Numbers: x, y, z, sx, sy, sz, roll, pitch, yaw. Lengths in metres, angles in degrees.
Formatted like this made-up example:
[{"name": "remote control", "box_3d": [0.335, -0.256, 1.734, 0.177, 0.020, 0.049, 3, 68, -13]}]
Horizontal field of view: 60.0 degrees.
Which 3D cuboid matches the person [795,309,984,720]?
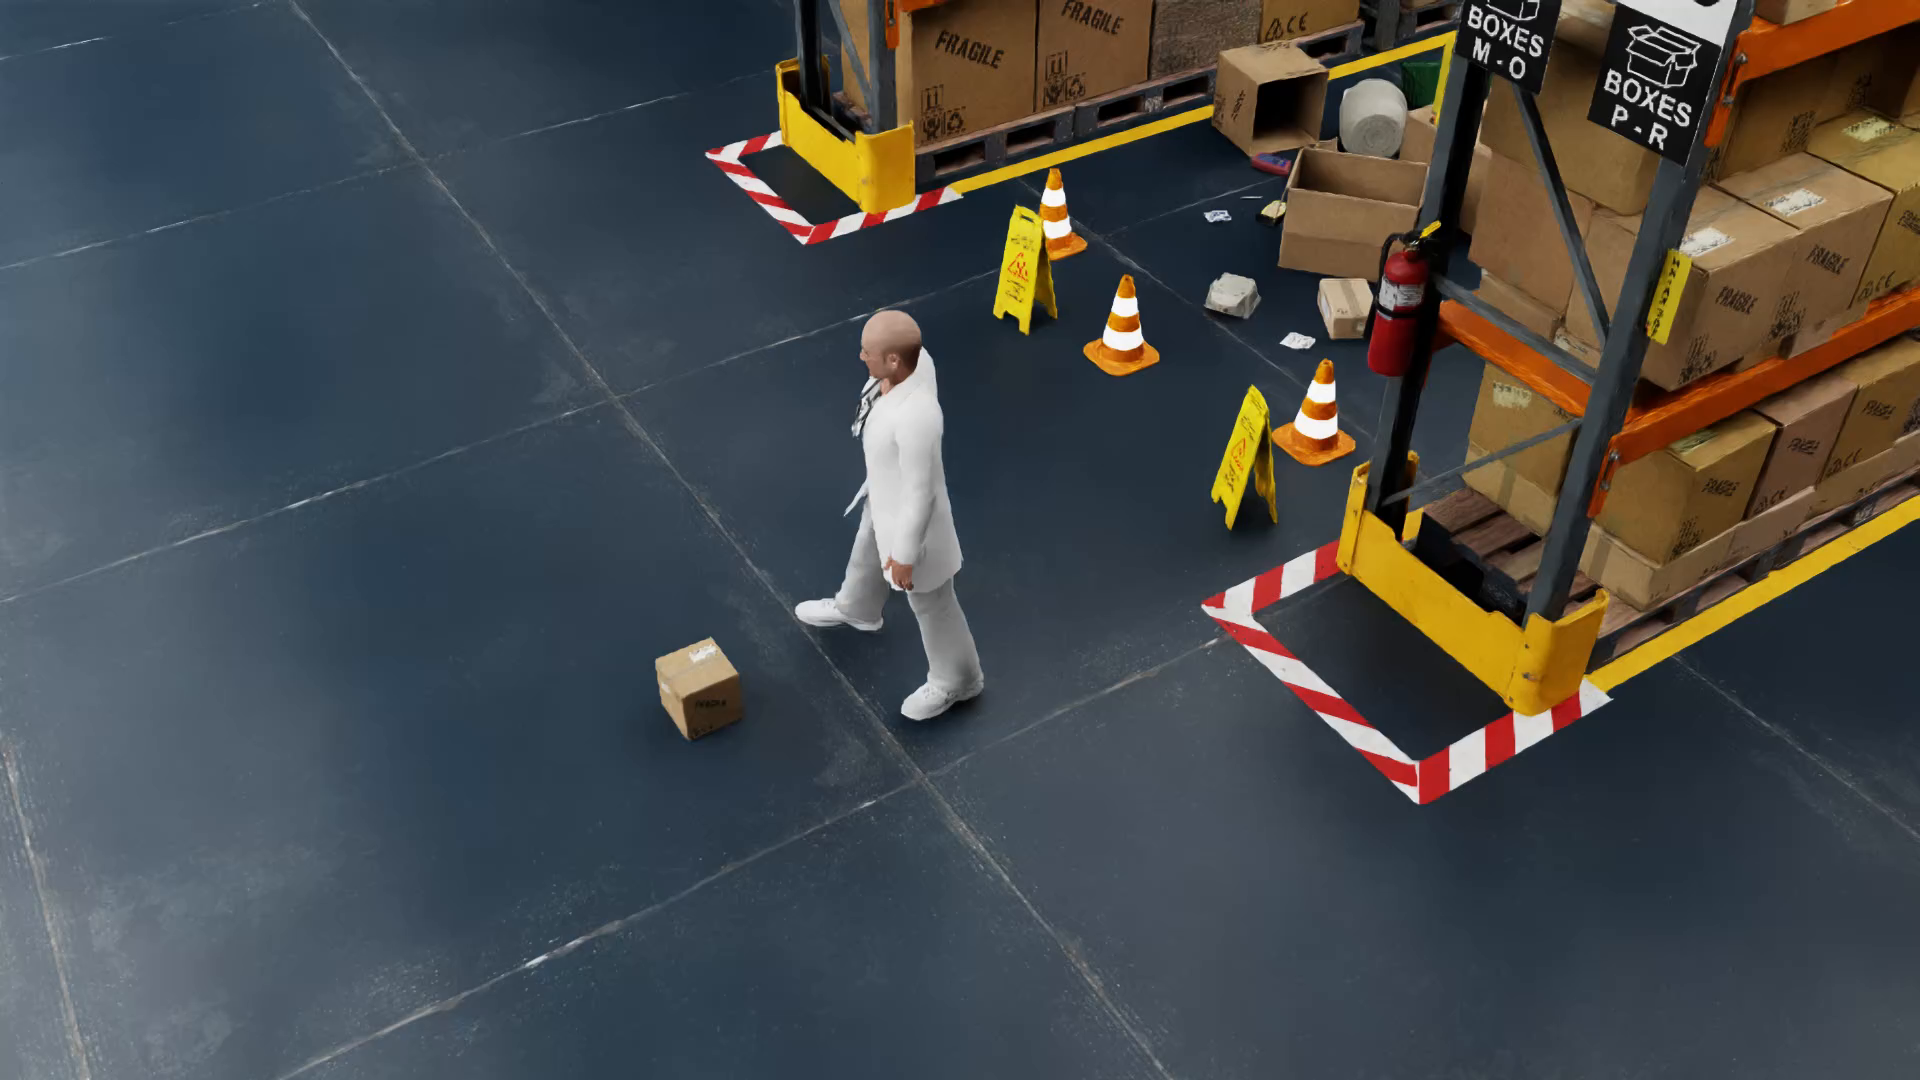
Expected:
[{"name": "person", "box_3d": [-0.288, -0.134, 6.298, 0.733, 1.770, 0.749, -5, 41, -6]}]
